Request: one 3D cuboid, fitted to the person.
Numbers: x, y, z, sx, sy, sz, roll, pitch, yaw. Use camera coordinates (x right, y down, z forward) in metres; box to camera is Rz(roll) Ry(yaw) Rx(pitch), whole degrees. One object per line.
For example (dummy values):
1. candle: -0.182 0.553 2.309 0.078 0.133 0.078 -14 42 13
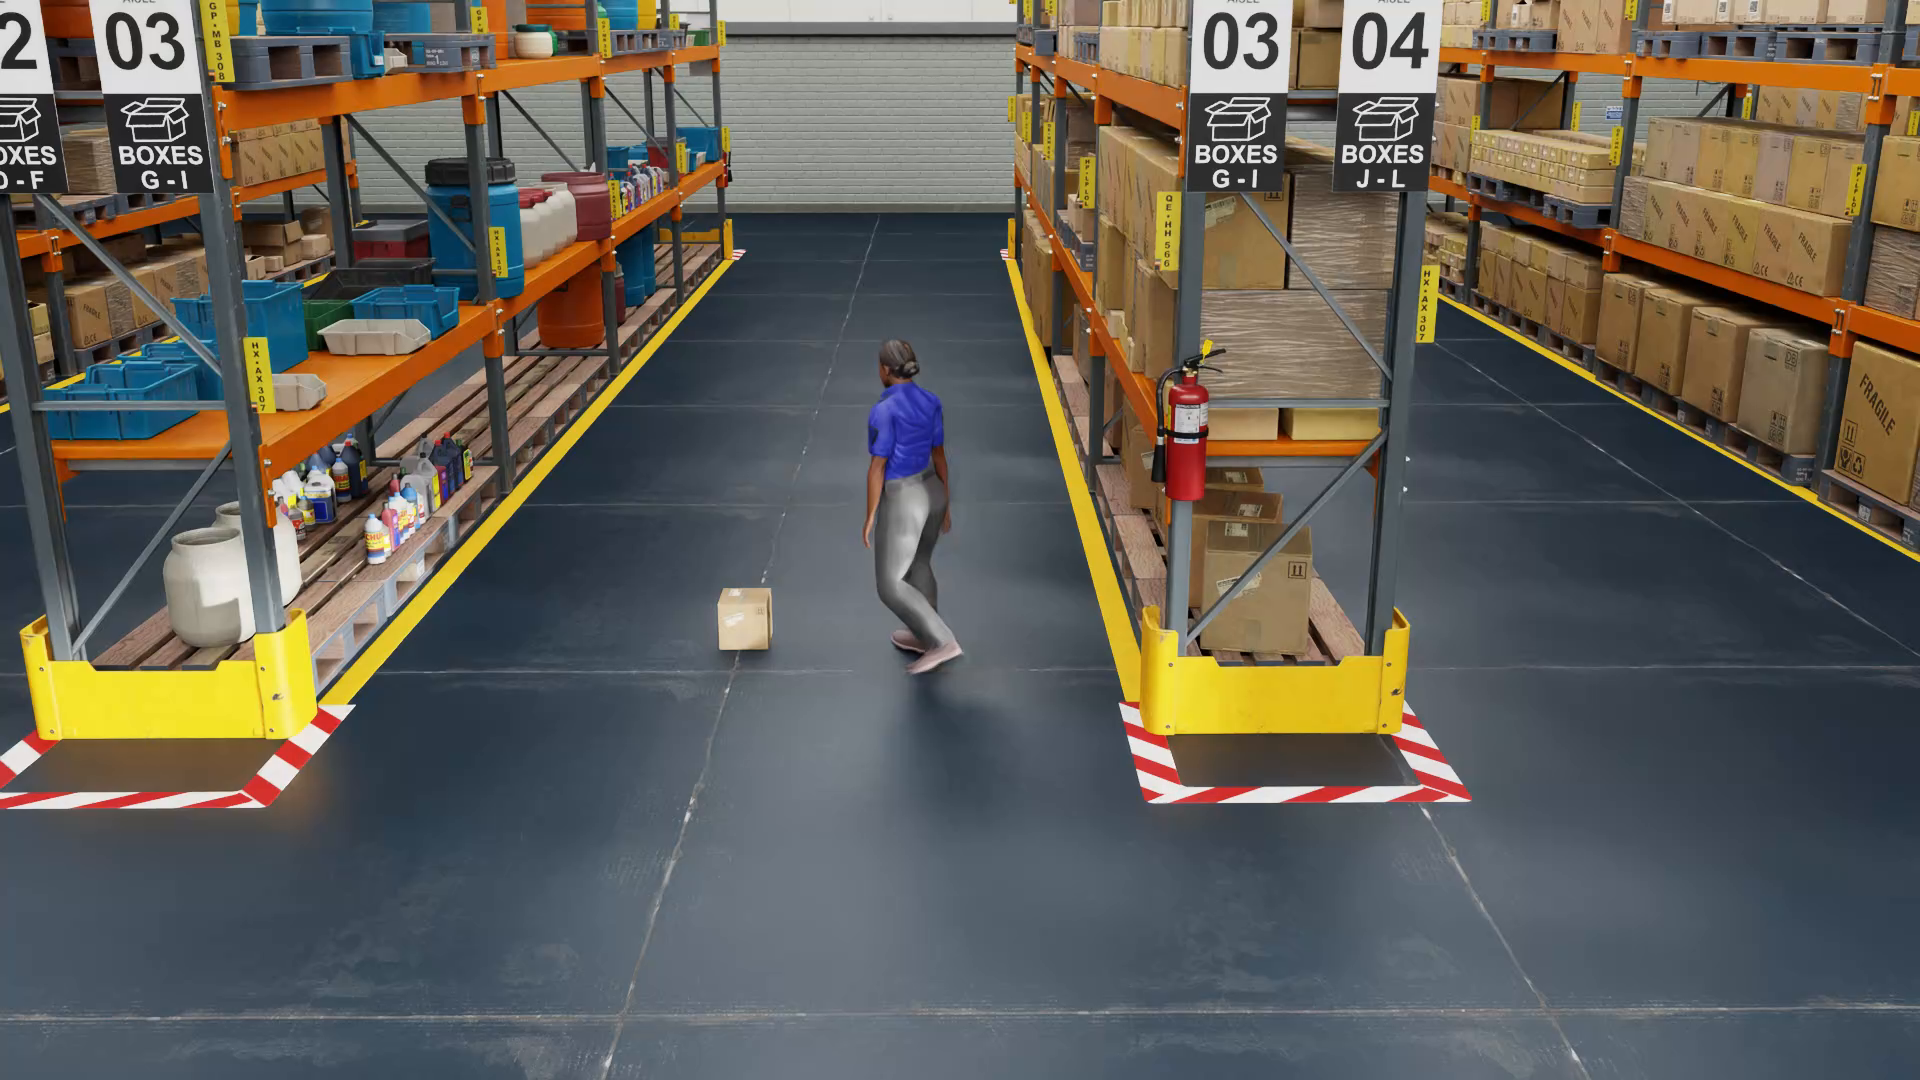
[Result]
1. person: -0.197 -0.145 8.023 0.696 1.627 0.533 15 22 39
